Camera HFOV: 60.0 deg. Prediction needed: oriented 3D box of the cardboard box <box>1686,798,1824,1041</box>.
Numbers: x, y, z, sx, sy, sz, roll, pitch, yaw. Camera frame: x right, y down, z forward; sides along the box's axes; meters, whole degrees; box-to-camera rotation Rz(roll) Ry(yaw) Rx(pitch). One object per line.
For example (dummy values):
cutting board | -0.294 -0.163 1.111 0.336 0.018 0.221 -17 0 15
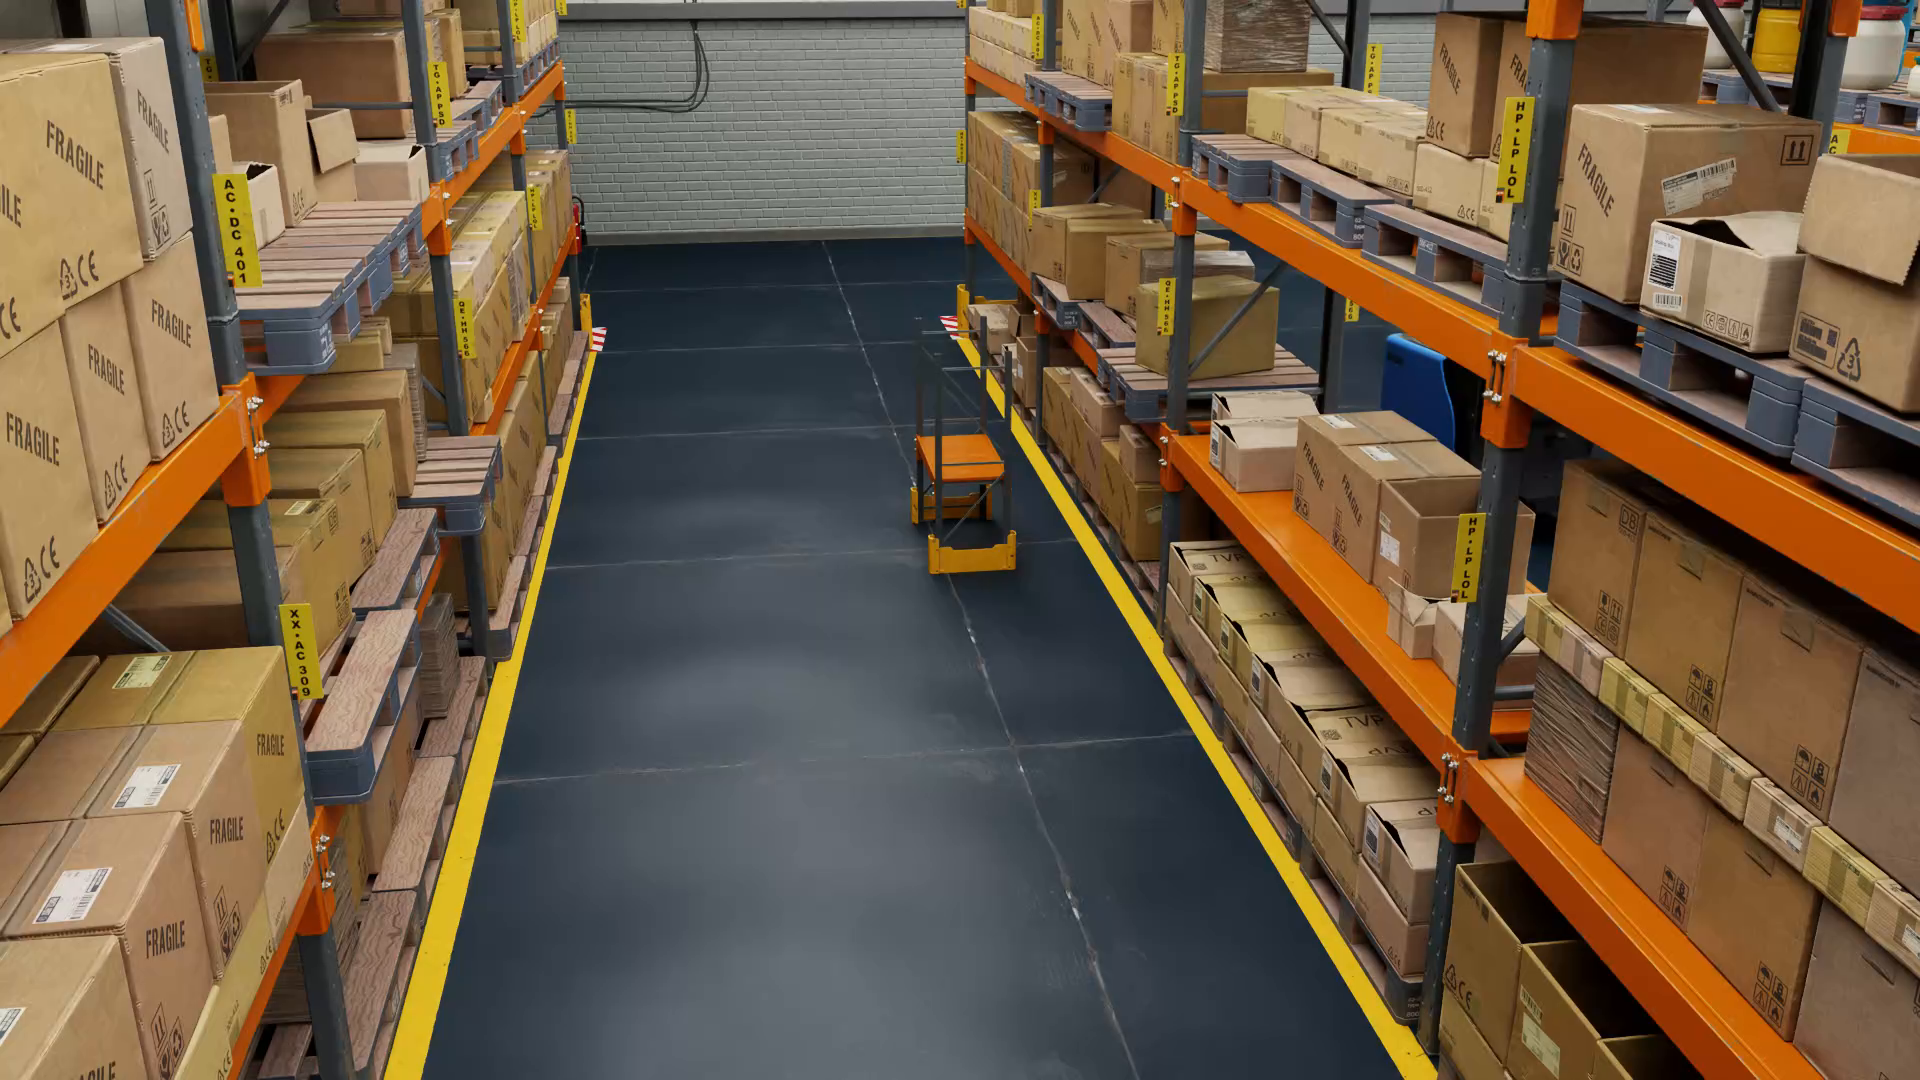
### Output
cardboard box | 2.506 1.001 4.606 0.700 0.500 0.500 -3 21 -7

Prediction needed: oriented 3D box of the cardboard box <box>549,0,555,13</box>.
cardboard box | -3.970 -5.056 15.077 0.500 0.500 0.500 -3 21 -8

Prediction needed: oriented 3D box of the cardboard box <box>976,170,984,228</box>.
cardboard box | 0.438 -3.318 16.170 0.500 0.500 0.500 -3 21 -8

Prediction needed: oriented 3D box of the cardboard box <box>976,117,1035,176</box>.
cardboard box | 0.441 -3.784 15.989 0.500 0.500 0.500 -3 21 -7

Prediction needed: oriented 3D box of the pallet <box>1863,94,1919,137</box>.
pallet | 6.597 -2.682 10.592 1.003 0.211 1.213 -3 21 -8

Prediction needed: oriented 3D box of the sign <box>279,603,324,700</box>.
sign | -2.080 0.354 5.244 0.100 0.325 0.005 -3 21 -8

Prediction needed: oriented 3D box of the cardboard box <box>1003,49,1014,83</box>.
cardboard box | 0.657 -4.068 14.247 0.500 0.250 0.500 -3 21 -8

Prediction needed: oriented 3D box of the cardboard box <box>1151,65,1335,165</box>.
cardboard box | 1.612 -2.448 9.553 0.910 0.500 0.500 -3 21 -8

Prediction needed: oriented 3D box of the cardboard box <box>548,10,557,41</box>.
cardboard box | -3.978 -4.704 15.207 0.500 0.250 0.500 -2 21 -6

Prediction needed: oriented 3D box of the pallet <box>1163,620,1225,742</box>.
pallet | 1.789 0.747 9.415 1.003 0.211 1.213 -3 21 -8

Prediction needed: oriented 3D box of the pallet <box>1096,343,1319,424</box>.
pallet | 1.542 -0.988 10.348 1.213 0.211 1.003 -3 21 -8

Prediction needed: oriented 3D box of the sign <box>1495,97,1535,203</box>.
sign | 1.750 -1.226 5.235 0.100 0.325 0.005 -3 21 -8

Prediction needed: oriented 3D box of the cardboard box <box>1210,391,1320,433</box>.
cardboard box | 1.718 -0.677 9.368 0.500 0.311 0.500 -2 21 -4

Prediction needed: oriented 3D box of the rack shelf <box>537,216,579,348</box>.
rack shelf | -4.058 -2.336 14.711 1.077 0.370 4.000 -3 21 -8

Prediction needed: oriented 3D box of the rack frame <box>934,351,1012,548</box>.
rack frame | 0.086 -0.497 10.903 0.500 1.500 0.032 -3 21 -8

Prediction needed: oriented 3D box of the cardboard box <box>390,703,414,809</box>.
cardboard box | -2.978 0.971 7.773 0.700 0.500 0.500 -3 21 -8

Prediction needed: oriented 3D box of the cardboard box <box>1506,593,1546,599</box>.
cardboard box | 2.360 0.339 6.881 0.380 0.149 0.250 -3 21 -8

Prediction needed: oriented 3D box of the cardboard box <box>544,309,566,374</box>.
cardboard box | -4.001 -1.806 15.238 0.700 0.500 0.500 -4 21 -10

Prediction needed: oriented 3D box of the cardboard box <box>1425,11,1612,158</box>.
cardboard box | 2.130 -1.756 6.386 0.500 0.500 0.500 -1 21 -3

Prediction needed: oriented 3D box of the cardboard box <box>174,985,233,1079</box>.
cardboard box | -2.096 1.345 4.013 0.500 0.250 0.500 -3 21 -8

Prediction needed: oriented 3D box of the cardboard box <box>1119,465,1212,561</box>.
cardboard box | 1.342 -0.194 10.892 0.500 0.500 0.500 -2 21 -6

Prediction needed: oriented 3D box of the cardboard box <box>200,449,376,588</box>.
cardboard box | -2.855 -0.062 6.823 0.700 0.500 0.500 0 20 0

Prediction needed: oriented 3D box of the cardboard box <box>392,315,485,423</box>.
cardboard box | -3.009 -0.972 9.435 0.500 0.500 0.500 -2 21 -6

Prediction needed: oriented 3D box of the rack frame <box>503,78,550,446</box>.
rack frame | -3.769 -1.980 12.732 1.000 3.000 0.127 -3 21 -8

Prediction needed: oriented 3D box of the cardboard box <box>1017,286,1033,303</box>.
cardboard box | 0.878 -2.476 17.002 0.500 0.500 0.500 -3 21 -8

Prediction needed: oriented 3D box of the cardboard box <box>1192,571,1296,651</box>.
cardboard box | 1.578 0.360 8.994 0.500 0.311 0.500 -3 21 -9

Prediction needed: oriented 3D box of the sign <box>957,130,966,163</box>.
sign | 0.019 -3.995 16.887 0.100 0.325 0.005 -3 21 -8

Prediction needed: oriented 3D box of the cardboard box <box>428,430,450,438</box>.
cardboard box | -3.011 -0.613 9.400 0.380 0.149 0.250 -3 21 -9

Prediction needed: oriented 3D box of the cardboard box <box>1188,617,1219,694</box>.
cardboard box | 1.567 0.615 9.112 0.500 0.250 0.500 -3 21 -9

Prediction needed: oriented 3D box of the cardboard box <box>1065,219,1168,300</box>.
cardboard box | 1.141 -2.065 12.215 0.700 0.500 0.500 0 20 1

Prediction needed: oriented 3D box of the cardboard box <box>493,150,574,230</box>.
cardboard box | -4.262 -3.330 15.916 0.980 0.700 0.700 -2 21 -5

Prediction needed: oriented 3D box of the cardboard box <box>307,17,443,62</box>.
cardboard box | -3.598 -2.962 10.301 0.700 0.500 0.500 -3 21 -8

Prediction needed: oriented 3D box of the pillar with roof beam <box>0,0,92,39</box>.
pillar with roof beam | 0.399 -3.129 7.233 9.100 9.000 0.400 -3 21 -8

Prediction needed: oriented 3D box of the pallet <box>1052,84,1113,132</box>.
pallet | 1.309 -2.960 11.337 1.213 0.211 1.003 -3 21 -8

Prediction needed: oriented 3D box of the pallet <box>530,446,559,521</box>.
pallet | -3.583 -0.411 12.514 1.003 0.211 1.213 -3 21 -8

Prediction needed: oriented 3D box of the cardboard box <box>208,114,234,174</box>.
cardboard box | -2.616 -1.053 5.217 0.500 0.500 0.500 0 20 0

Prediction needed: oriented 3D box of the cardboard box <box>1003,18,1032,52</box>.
cardboard box | 0.655 -4.302 14.160 0.500 0.250 0.500 -3 21 -8

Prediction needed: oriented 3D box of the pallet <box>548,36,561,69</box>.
pallet | -4.229 -4.473 15.244 1.003 0.211 1.213 -3 21 -8

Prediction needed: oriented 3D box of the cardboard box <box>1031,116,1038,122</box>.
cardboard box | 0.965 -3.817 16.076 0.500 0.500 0.500 -2 21 -6

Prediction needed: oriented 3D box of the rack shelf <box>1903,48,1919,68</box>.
rack shelf | 10.647 -4.491 16.193 1.077 0.370 4.000 -3 21 -8

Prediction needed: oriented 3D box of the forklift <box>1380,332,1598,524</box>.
forklift | 4.266 -1.544 11.661 1.130 2.935 3.031 -7 22 -18

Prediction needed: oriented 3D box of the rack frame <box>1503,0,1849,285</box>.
rack frame | 2.285 -2.272 4.938 1.000 3.000 0.127 -3 21 -8

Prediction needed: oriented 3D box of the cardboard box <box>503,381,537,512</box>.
cardboard box | -3.416 -0.644 11.626 0.750 0.750 0.750 -2 21 -6

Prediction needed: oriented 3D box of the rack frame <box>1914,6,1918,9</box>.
rack frame | 10.359 -6.925 17.397 1.000 3.000 0.127 -3 21 -8

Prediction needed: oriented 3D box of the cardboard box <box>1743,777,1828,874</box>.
cardboard box | 2.322 0.736 4.388 0.380 0.149 0.250 -4 21 -9

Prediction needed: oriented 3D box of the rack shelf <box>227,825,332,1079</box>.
rack shelf | -2.328 1.819 3.587 1.077 0.370 4.000 -3 21 -8

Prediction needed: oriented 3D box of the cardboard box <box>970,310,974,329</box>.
cardboard box | 0.312 -2.246 16.864 0.380 0.166 0.250 -3 21 -8

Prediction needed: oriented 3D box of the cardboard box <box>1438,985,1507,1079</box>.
cardboard box | 2.052 1.805 5.925 0.500 0.250 0.500 -3 21 -8

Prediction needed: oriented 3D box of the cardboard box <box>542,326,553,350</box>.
cardboard box | -3.644 -1.702 14.031 0.380 0.149 0.250 -2 21 -6

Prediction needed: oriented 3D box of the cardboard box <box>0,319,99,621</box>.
cardboard box | -2.121 -0.144 3.356 0.500 0.500 0.500 -4 21 -10

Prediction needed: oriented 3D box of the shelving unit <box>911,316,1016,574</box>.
shelving unit | 0.011 -0.676 11.383 0.587 1.500 1.083 -3 21 -8
